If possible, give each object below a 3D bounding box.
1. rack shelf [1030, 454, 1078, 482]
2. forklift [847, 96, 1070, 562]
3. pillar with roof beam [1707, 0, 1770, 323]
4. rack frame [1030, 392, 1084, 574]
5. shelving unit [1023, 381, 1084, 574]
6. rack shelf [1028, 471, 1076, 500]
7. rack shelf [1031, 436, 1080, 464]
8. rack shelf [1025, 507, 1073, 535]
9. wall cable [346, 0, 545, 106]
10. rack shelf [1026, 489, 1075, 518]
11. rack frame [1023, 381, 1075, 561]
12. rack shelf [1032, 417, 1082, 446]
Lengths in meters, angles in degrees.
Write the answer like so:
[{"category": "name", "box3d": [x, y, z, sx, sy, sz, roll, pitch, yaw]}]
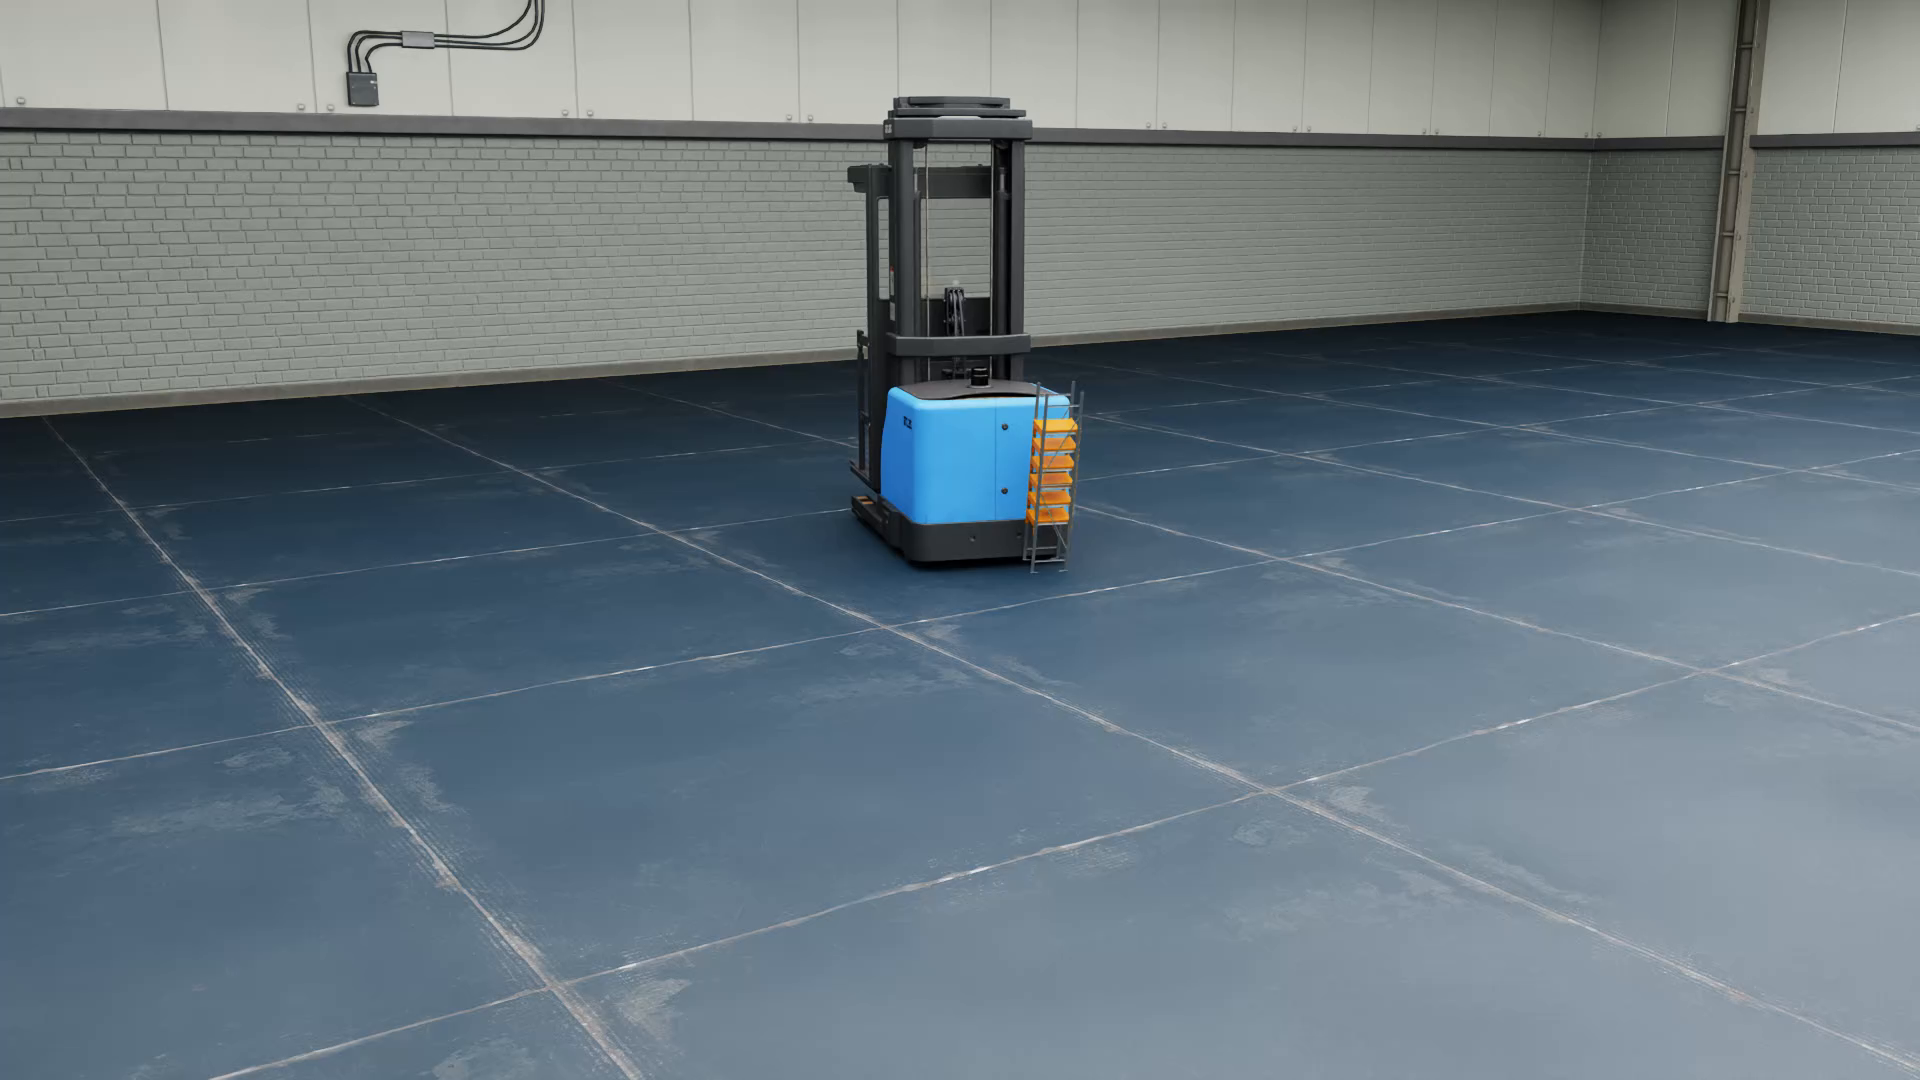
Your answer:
[{"category": "rack shelf", "box3d": [0.574, -0.444, 10.212, 0.258, 0.103, 0.180, -3, 26, -13]}, {"category": "forklift", "box3d": [-0.160, -1.562, 11.643, 1.130, 2.935, 3.031, -3, 13, -14]}, {"category": "pillar with roof beam", "box3d": [9.482, -7.631, 25.194, 9.100, 9.000, 0.400, -8, 15, -33]}, {"category": "rack frame", "box3d": [0.591, -0.337, 10.165, 0.240, 1.200, 0.006, -3, 26, -13]}, {"category": "shelving unit", "box3d": [0.570, -0.376, 10.244, 0.258, 1.200, 0.189, -3, 26, -13]}, {"category": "rack shelf", "box3d": [0.567, -0.336, 10.263, 0.258, 0.103, 0.180, -3, 26, -13]}, {"category": "rack shelf", "box3d": [0.581, -0.552, 10.160, 0.258, 0.103, 0.180, -3, 26, -13]}, {"category": "rack shelf", "box3d": [0.554, -0.120, 10.367, 0.258, 0.103, 0.180, -3, 26, -13]}, {"category": "wall cable", "box3d": [-5.777, -7.875, 18.349, 2.305, 6.003, 0.169, -8, 15, -33]}, {"category": "rack shelf", "box3d": [0.560, -0.228, 10.315, 0.258, 0.103, 0.180, -3, 26, -13]}, {"category": "rack frame", "box3d": [0.548, -0.416, 10.324, 0.240, 1.200, 0.006, -3, 26, -13]}, {"category": "rack shelf", "box3d": [0.587, -0.660, 10.108, 0.258, 0.103, 0.180, -3, 26, -13]}]
